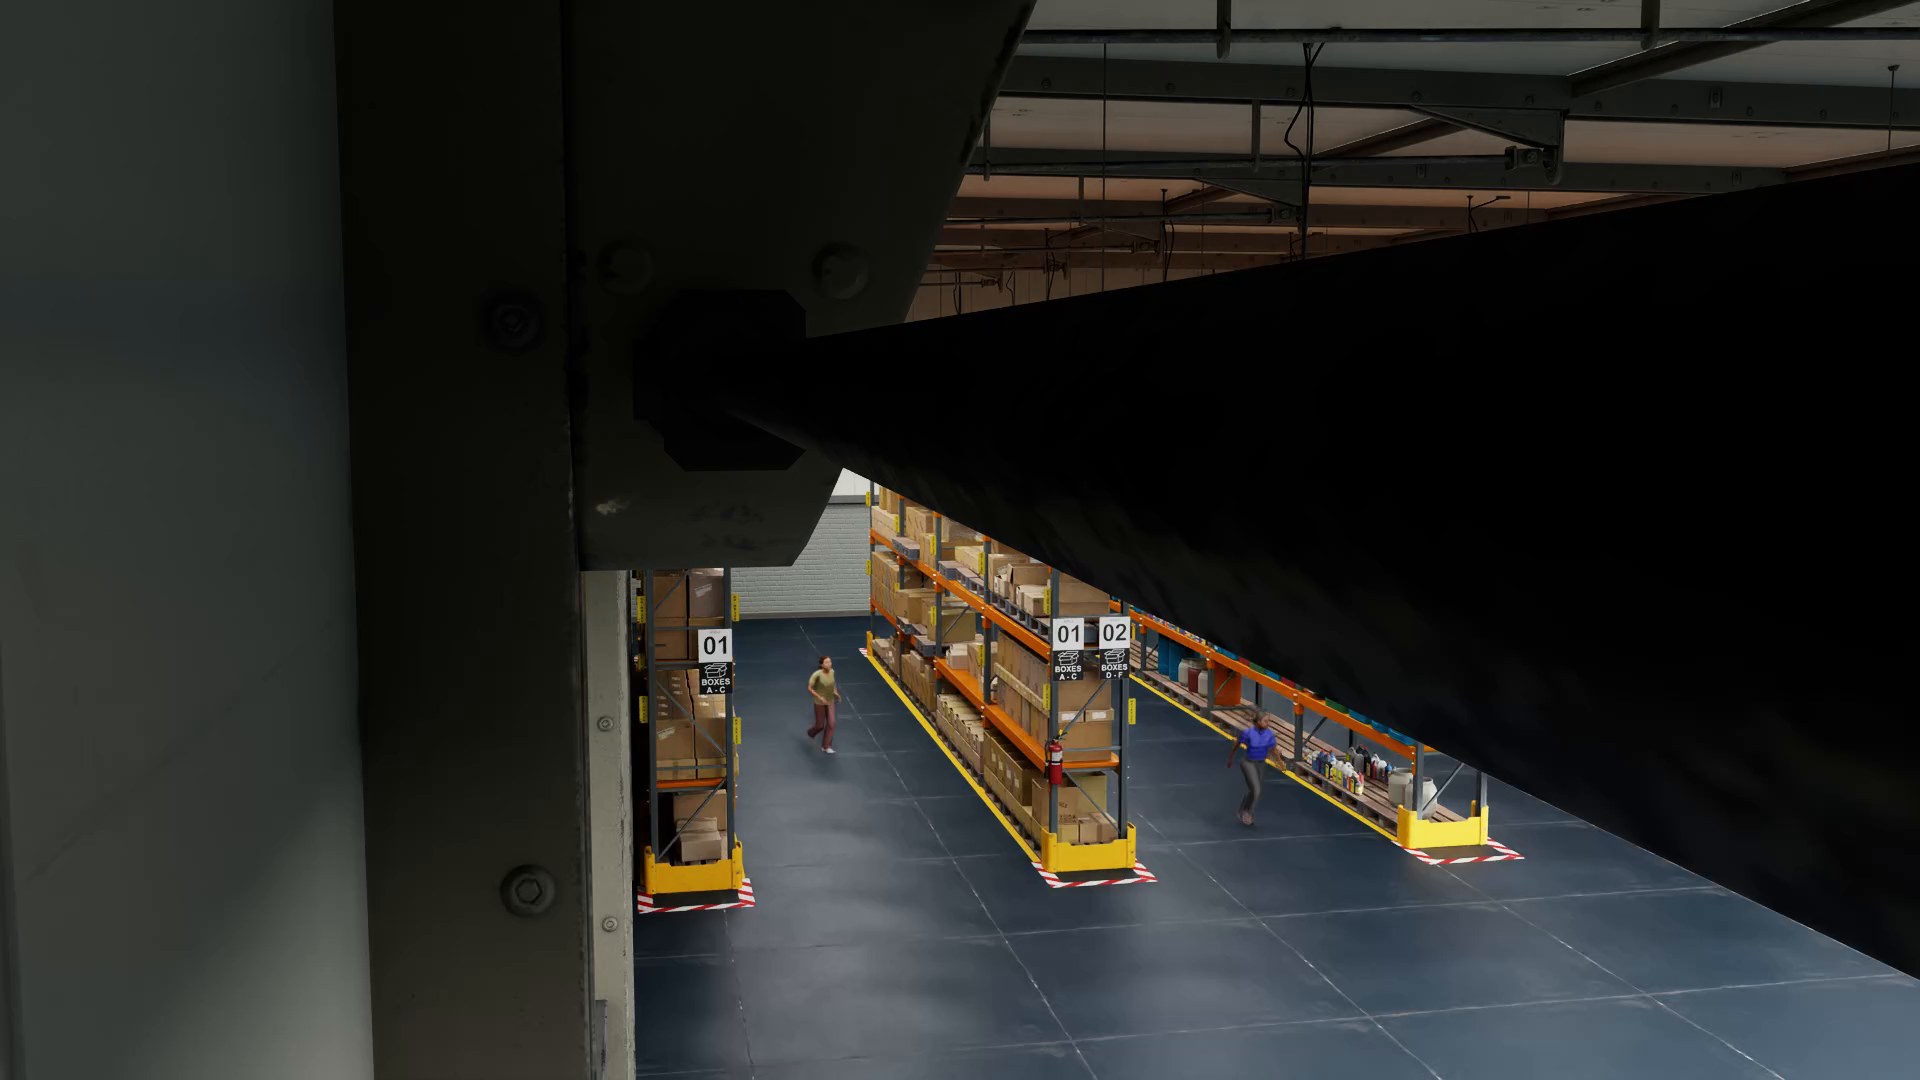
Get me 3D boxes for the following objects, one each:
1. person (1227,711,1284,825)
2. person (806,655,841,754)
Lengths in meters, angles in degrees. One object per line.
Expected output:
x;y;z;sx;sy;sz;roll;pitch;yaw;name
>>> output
4.100;3.136;22.912;0.558;1.583;0.798;-3;7;-24;person
-2.293;2.673;27.406;0.579;1.622;0.762;-4;7;-33;person
